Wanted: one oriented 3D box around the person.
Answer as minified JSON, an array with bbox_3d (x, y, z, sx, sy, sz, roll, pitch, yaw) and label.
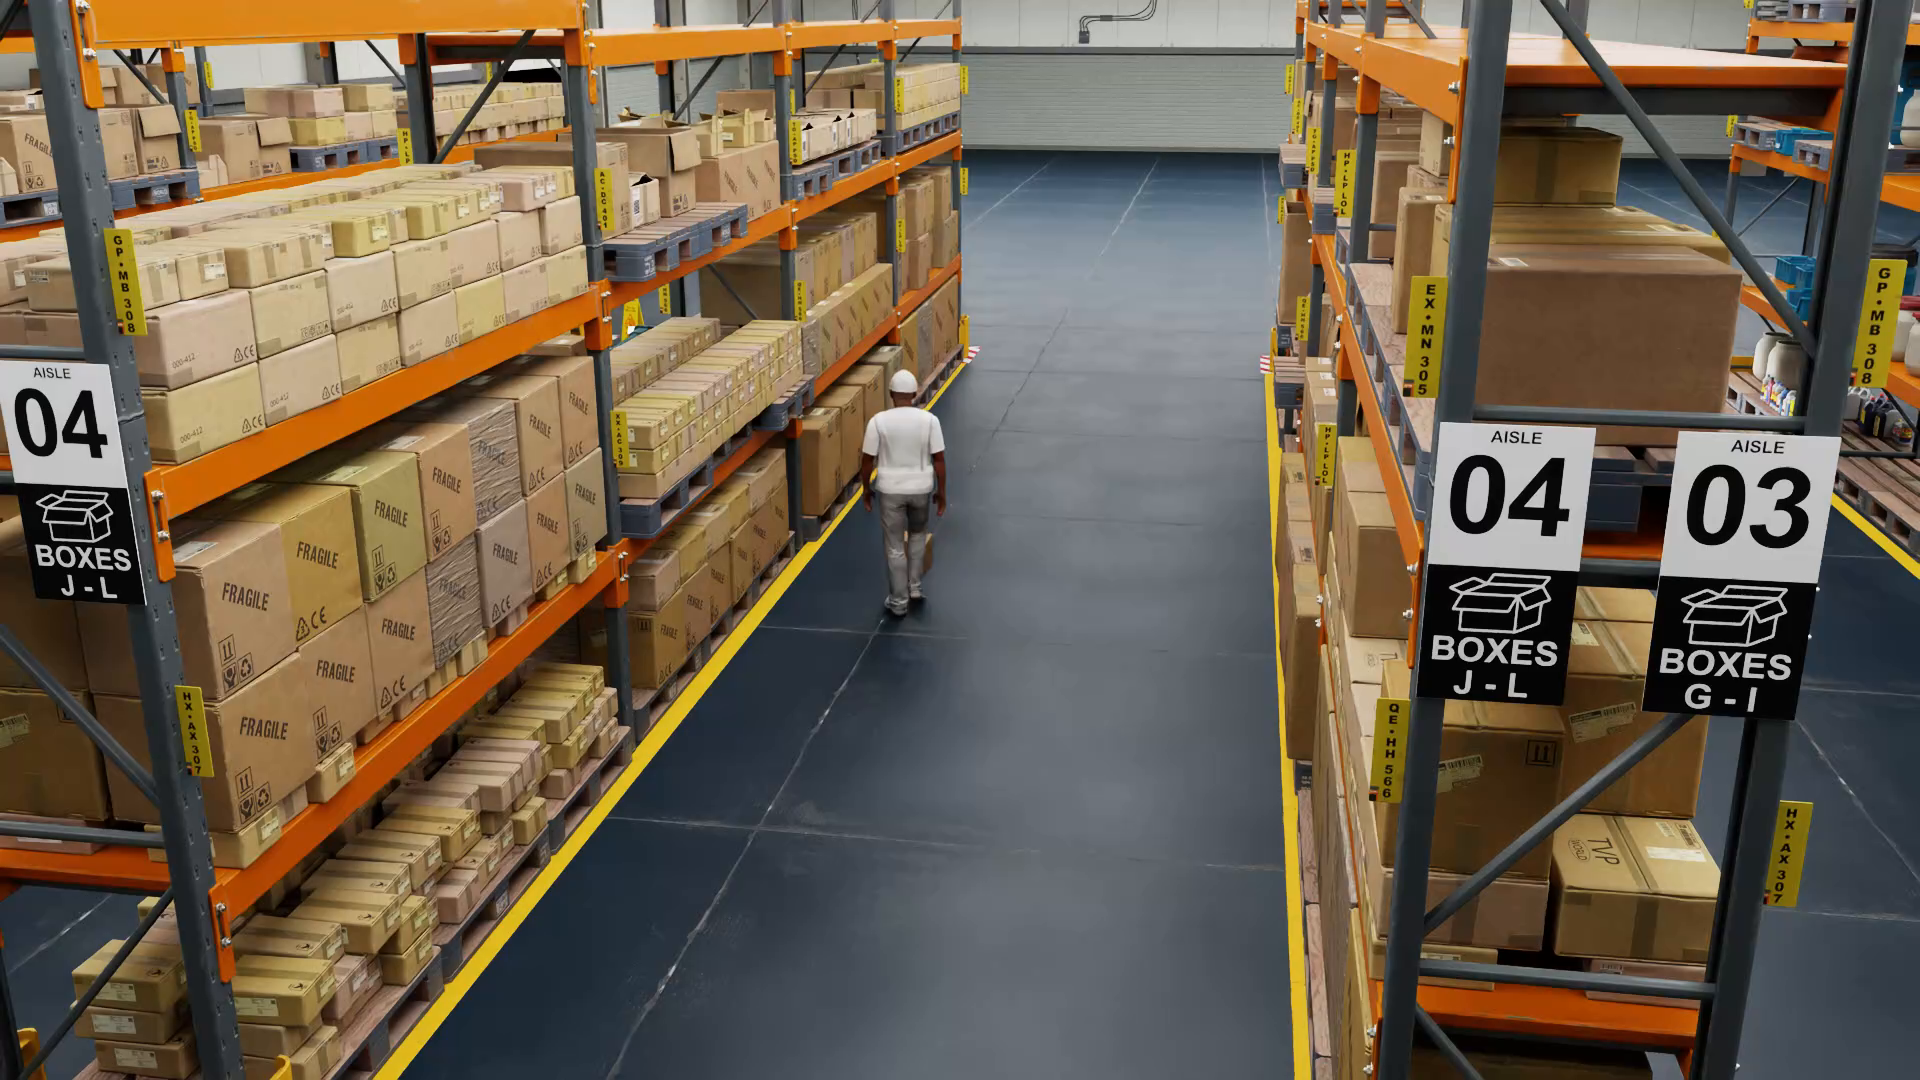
[{"bbox_3d":[-0.409,-0.333,12.074,0.595,1.802,0.515,-4,18,-14],"label":"person"}]
